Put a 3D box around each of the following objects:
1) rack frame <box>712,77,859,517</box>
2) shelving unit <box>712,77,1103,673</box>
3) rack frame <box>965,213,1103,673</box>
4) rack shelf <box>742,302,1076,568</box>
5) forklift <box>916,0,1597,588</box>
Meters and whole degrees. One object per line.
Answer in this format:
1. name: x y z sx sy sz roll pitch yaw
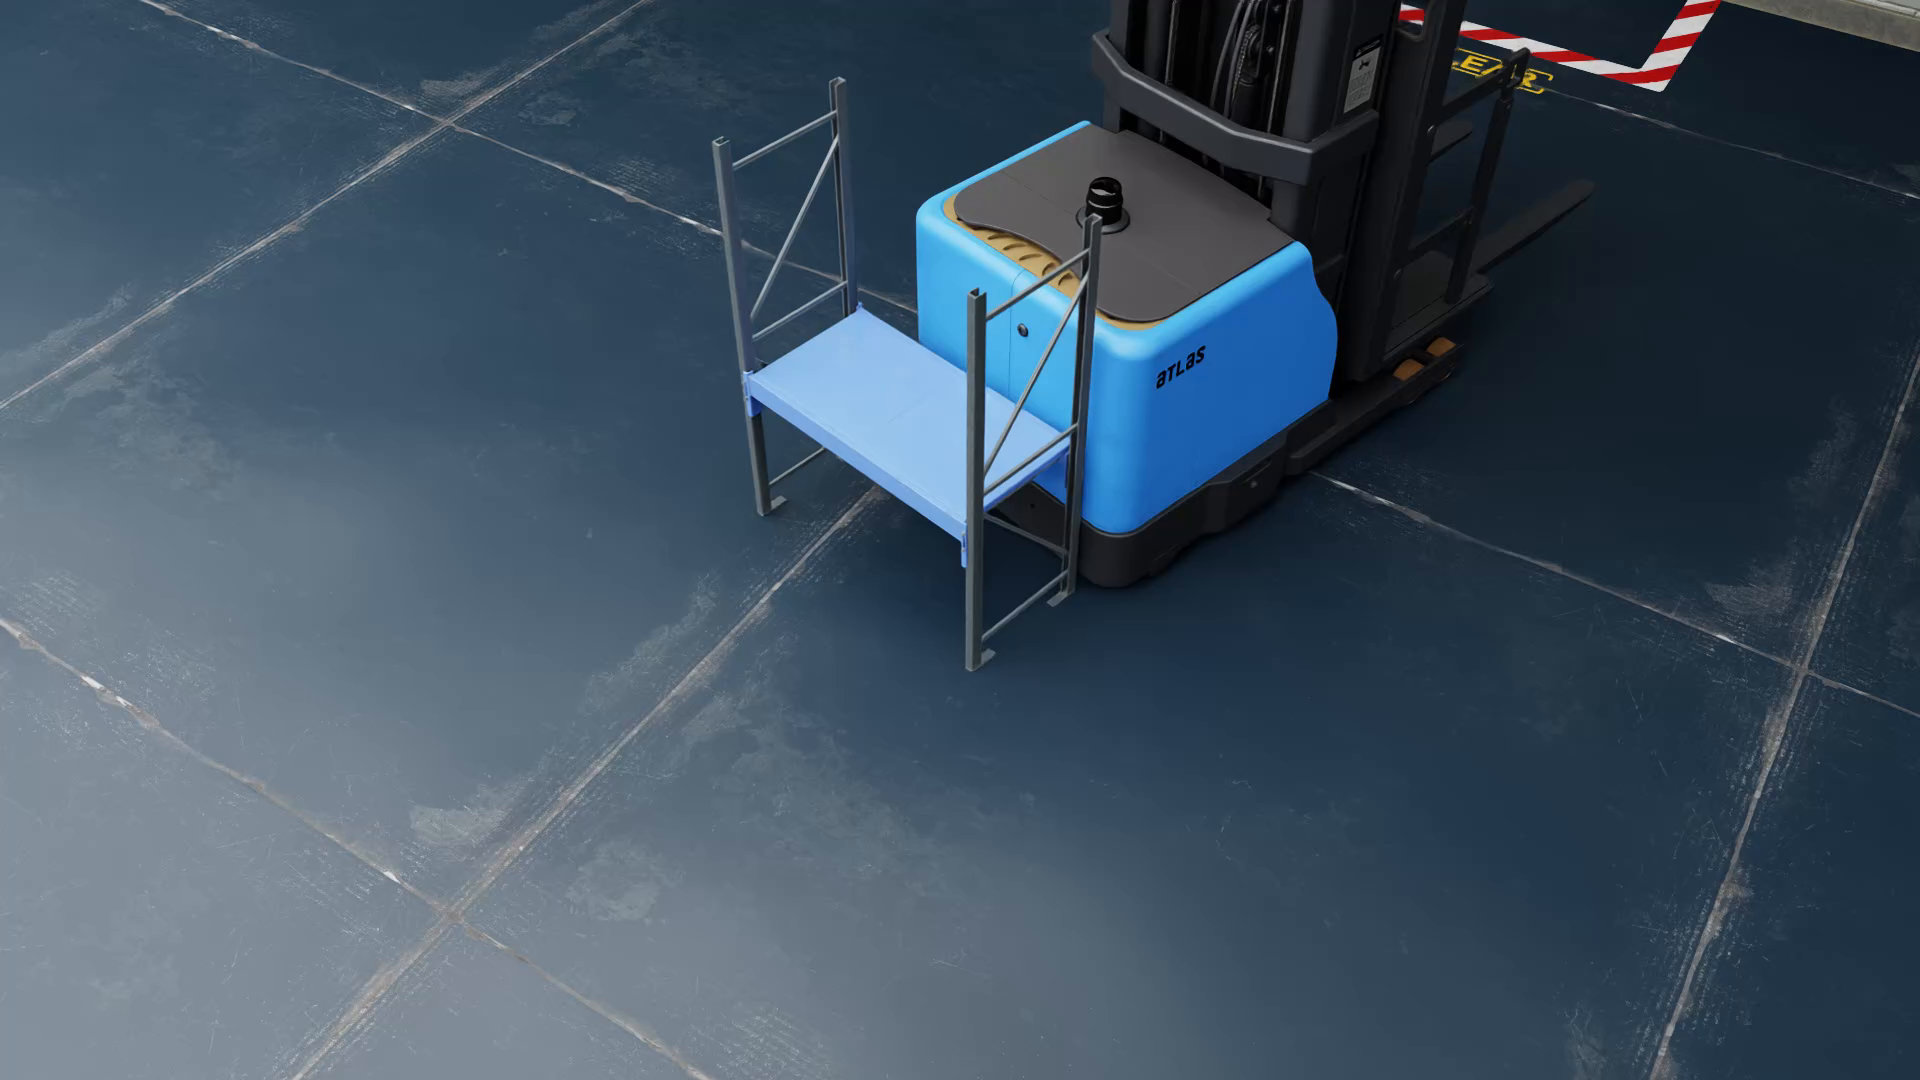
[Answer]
1. rack frame: -0.527 -0.739 5.423 0.032 1.500 0.500 35 55 29
2. shelving unit: -0.162 -0.485 5.176 1.048 1.500 0.538 35 55 29
3. rack frame: 0.202 -0.231 4.929 0.032 1.500 0.500 35 55 29
4. rack shelf: -0.162 -0.360 5.305 1.000 0.185 0.538 35 55 29
5. forklift: 1.279 -1.786 5.441 3.031 2.935 1.130 -33 54 -28
